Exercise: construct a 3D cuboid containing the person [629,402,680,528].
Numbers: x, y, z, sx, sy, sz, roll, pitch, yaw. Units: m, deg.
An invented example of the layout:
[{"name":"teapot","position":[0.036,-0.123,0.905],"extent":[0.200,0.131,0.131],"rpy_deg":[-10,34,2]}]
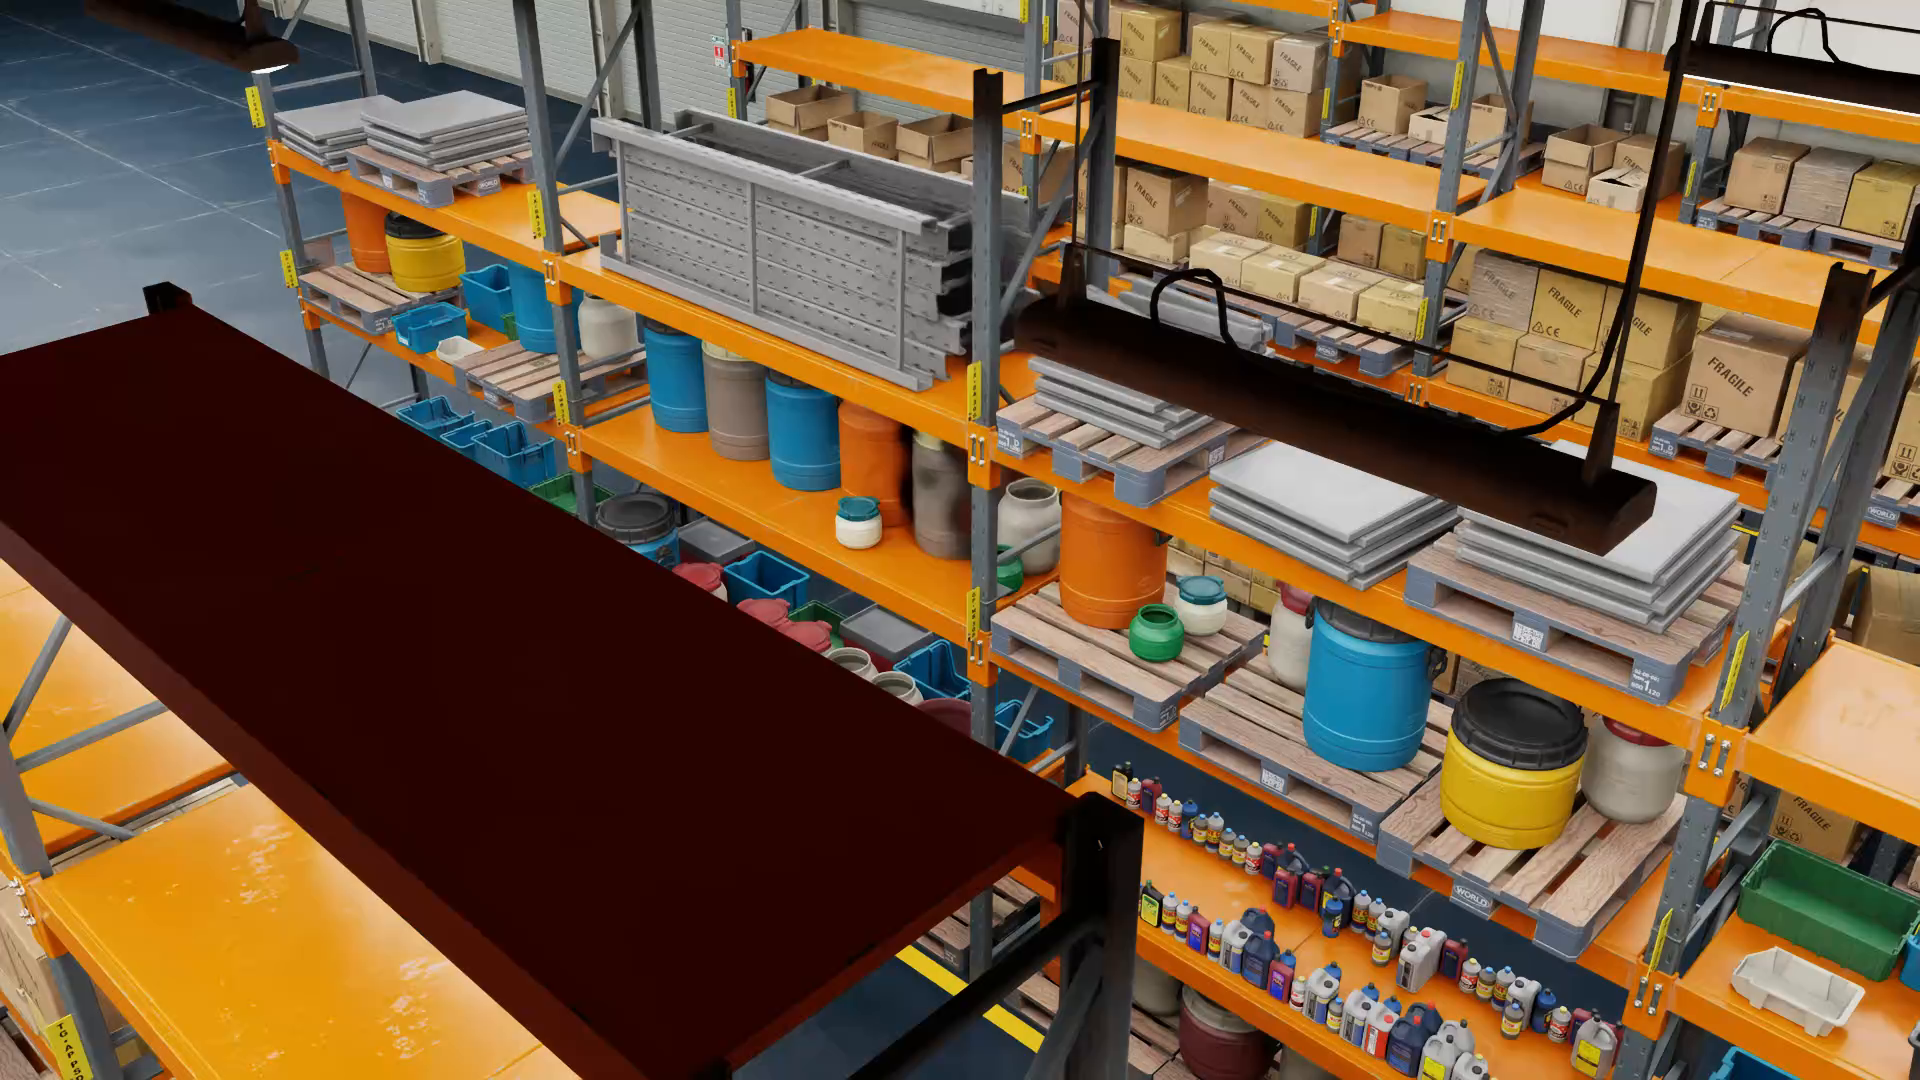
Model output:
[{"name":"person","position":[-2.899,-0.842,16.113],"extent":[0.693,1.592,0.603],"rpy_deg":[24,37,36]}]
